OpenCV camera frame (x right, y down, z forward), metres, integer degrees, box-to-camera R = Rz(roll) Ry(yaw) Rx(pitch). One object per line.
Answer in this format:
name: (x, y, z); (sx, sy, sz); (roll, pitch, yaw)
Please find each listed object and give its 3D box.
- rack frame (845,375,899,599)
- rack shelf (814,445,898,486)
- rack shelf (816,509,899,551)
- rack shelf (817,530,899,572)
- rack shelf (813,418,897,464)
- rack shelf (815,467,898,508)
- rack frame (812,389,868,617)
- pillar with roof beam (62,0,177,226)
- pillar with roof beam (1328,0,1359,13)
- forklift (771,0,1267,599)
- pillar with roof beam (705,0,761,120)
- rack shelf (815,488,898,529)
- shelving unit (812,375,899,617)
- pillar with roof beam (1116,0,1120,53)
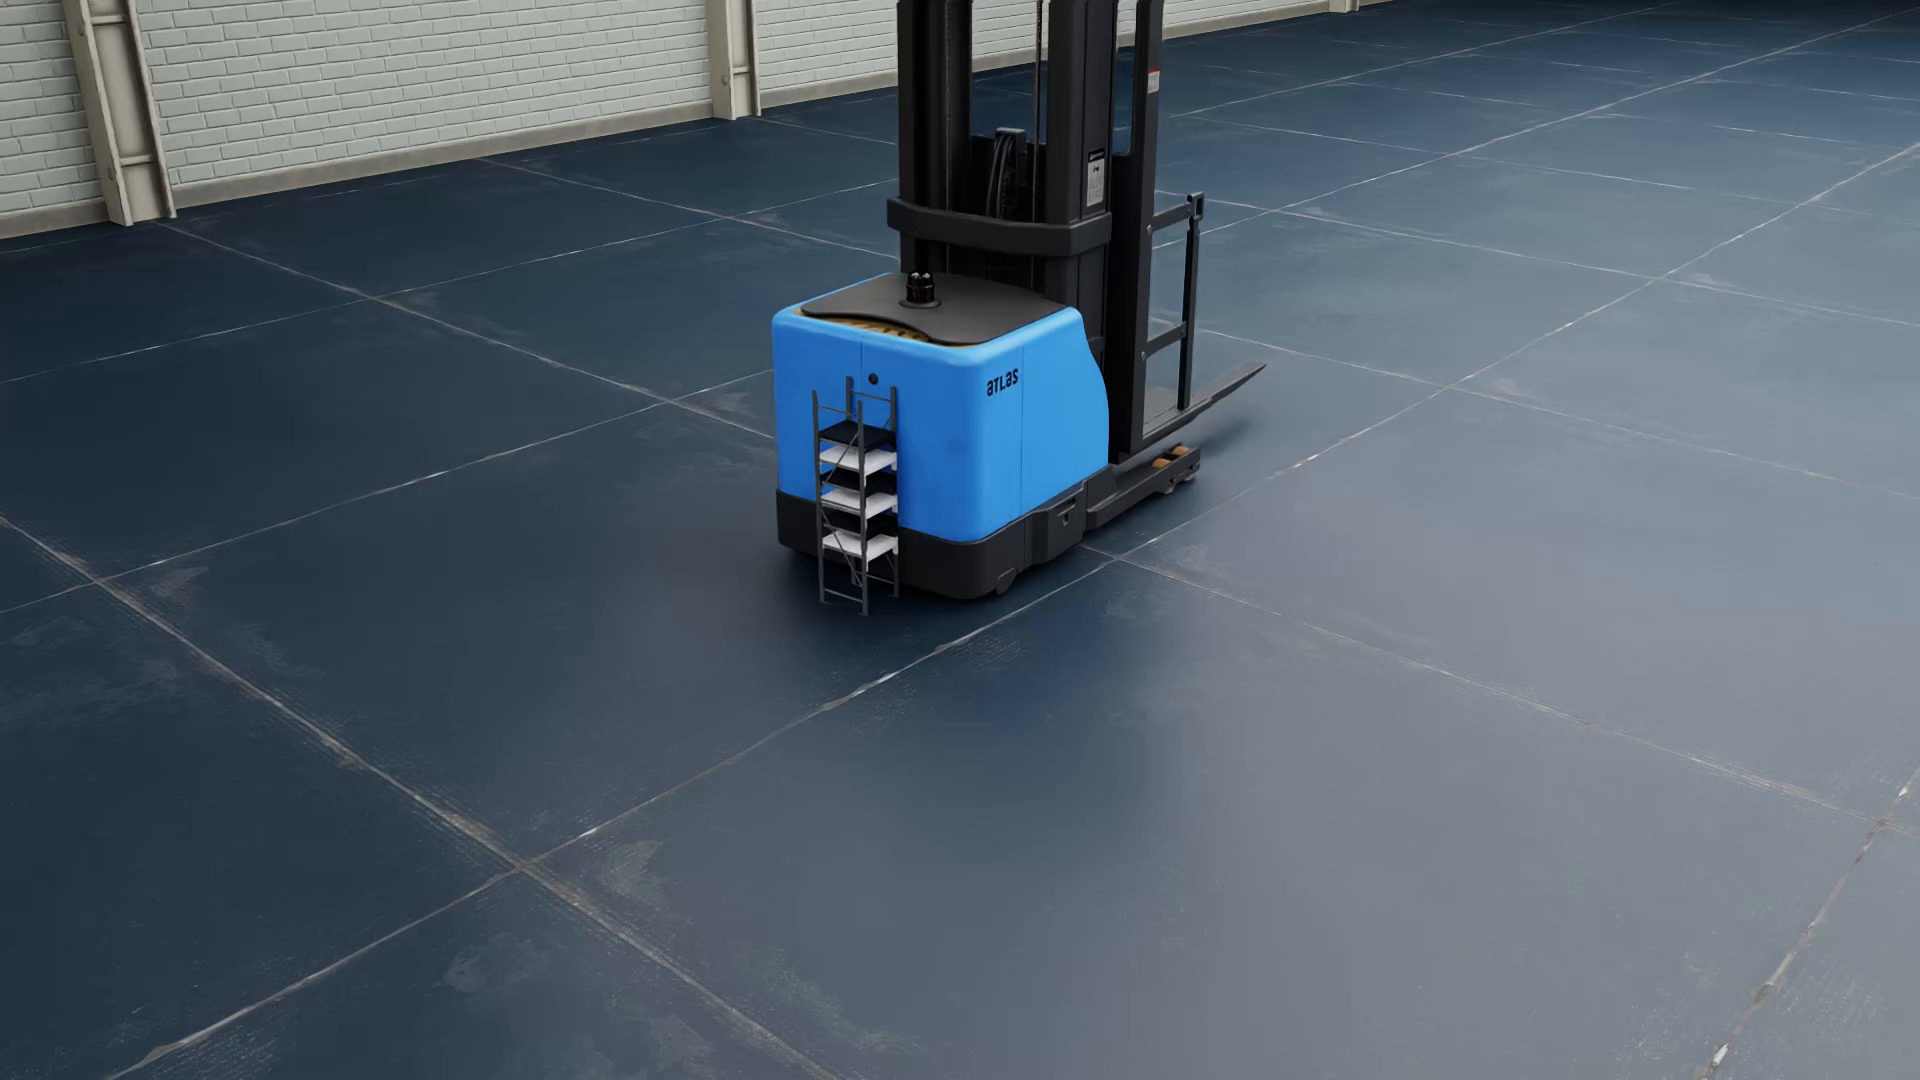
rack frame: (-0.347, -0.202, 6.601); (0.240, 0.900, 0.006); (16, 29, 32)
rack shelf: (-0.405, -0.302, 6.465); (0.258, 0.077, 0.200); (16, 29, 32)
rack shelf: (-0.405, -0.056, 6.575); (0.258, 0.077, 0.200); (16, 29, 32)
rack shelf: (-0.405, 0.027, 6.612); (0.258, 0.077, 0.200); (16, 29, 32)
rack shelf: (-0.405, -0.384, 6.428); (0.258, 0.077, 0.200); (16, 29, 32)
rack shelf: (-0.405, -0.220, 6.502); (0.258, 0.077, 0.200); (16, 29, 32)
rack frame: (-0.464, -0.134, 6.449); (0.240, 0.900, 0.006); (16, 29, 32)
pillar with roof beam: (-3.058, -5.396, 8.285); (9.100, 9.000, 0.400); (20, 31, 38)
pillar with roof beam: (8.955, -10.880, 20.517); (9.100, 9.000, 0.400); (20, 31, 38)
forklift: (0.484, -1.651, 7.350); (1.130, 2.935, 3.031); (16, 29, 32)
pillar with roof beam: (0.946, -7.224, 12.362); (9.100, 9.000, 0.400); (20, 31, 38)
rack shelf: (-0.405, -0.138, 6.539); (0.258, 0.077, 0.200); (16, 29, 32)
shelving unit: (-0.405, -0.168, 6.525); (0.258, 0.900, 0.210); (16, 29, 32)
pillar with roof beam: (4.951, -9.052, 16.439); (9.100, 9.000, 0.400); (20, 31, 38)
